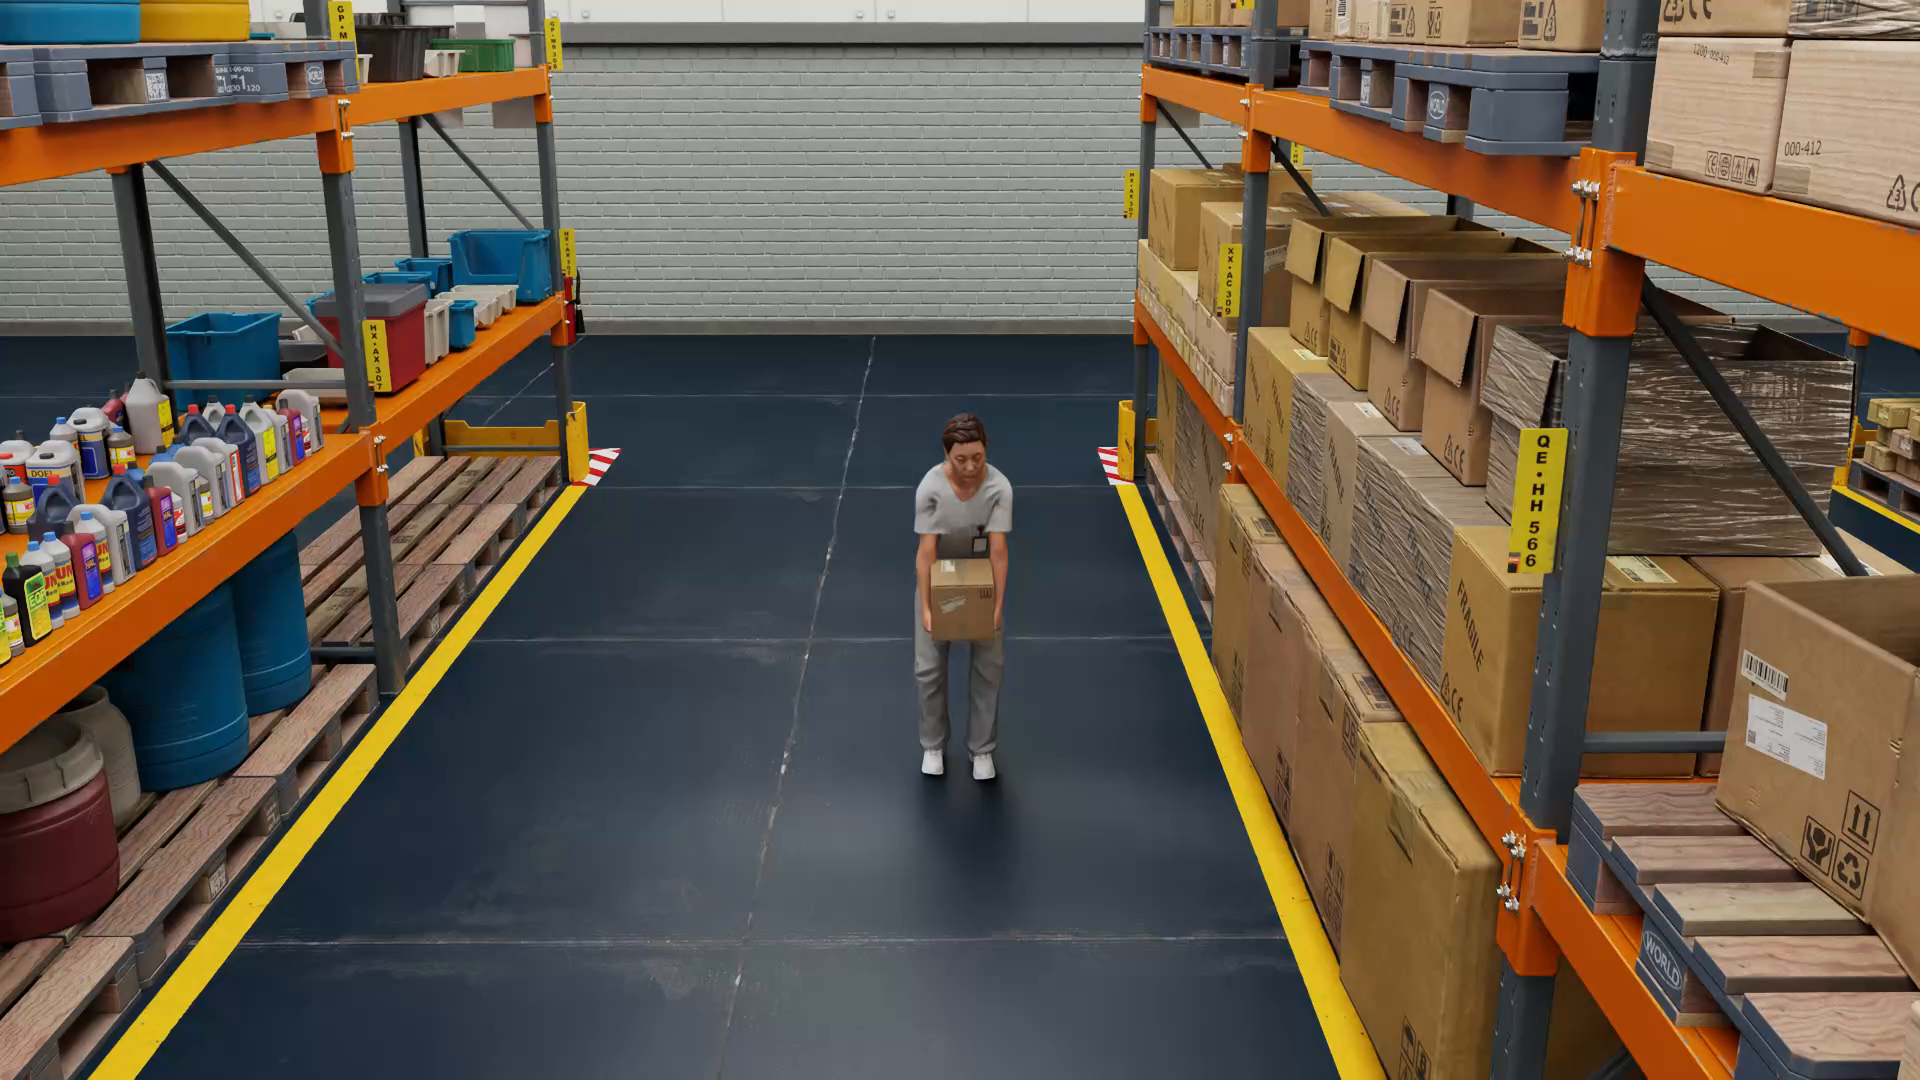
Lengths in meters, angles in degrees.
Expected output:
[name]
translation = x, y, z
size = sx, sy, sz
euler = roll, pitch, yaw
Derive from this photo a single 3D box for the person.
[person]
translation = 0.011, 0.231, 6.929
size = 0.410, 1.606, 0.548
euler = -1, 17, -2
